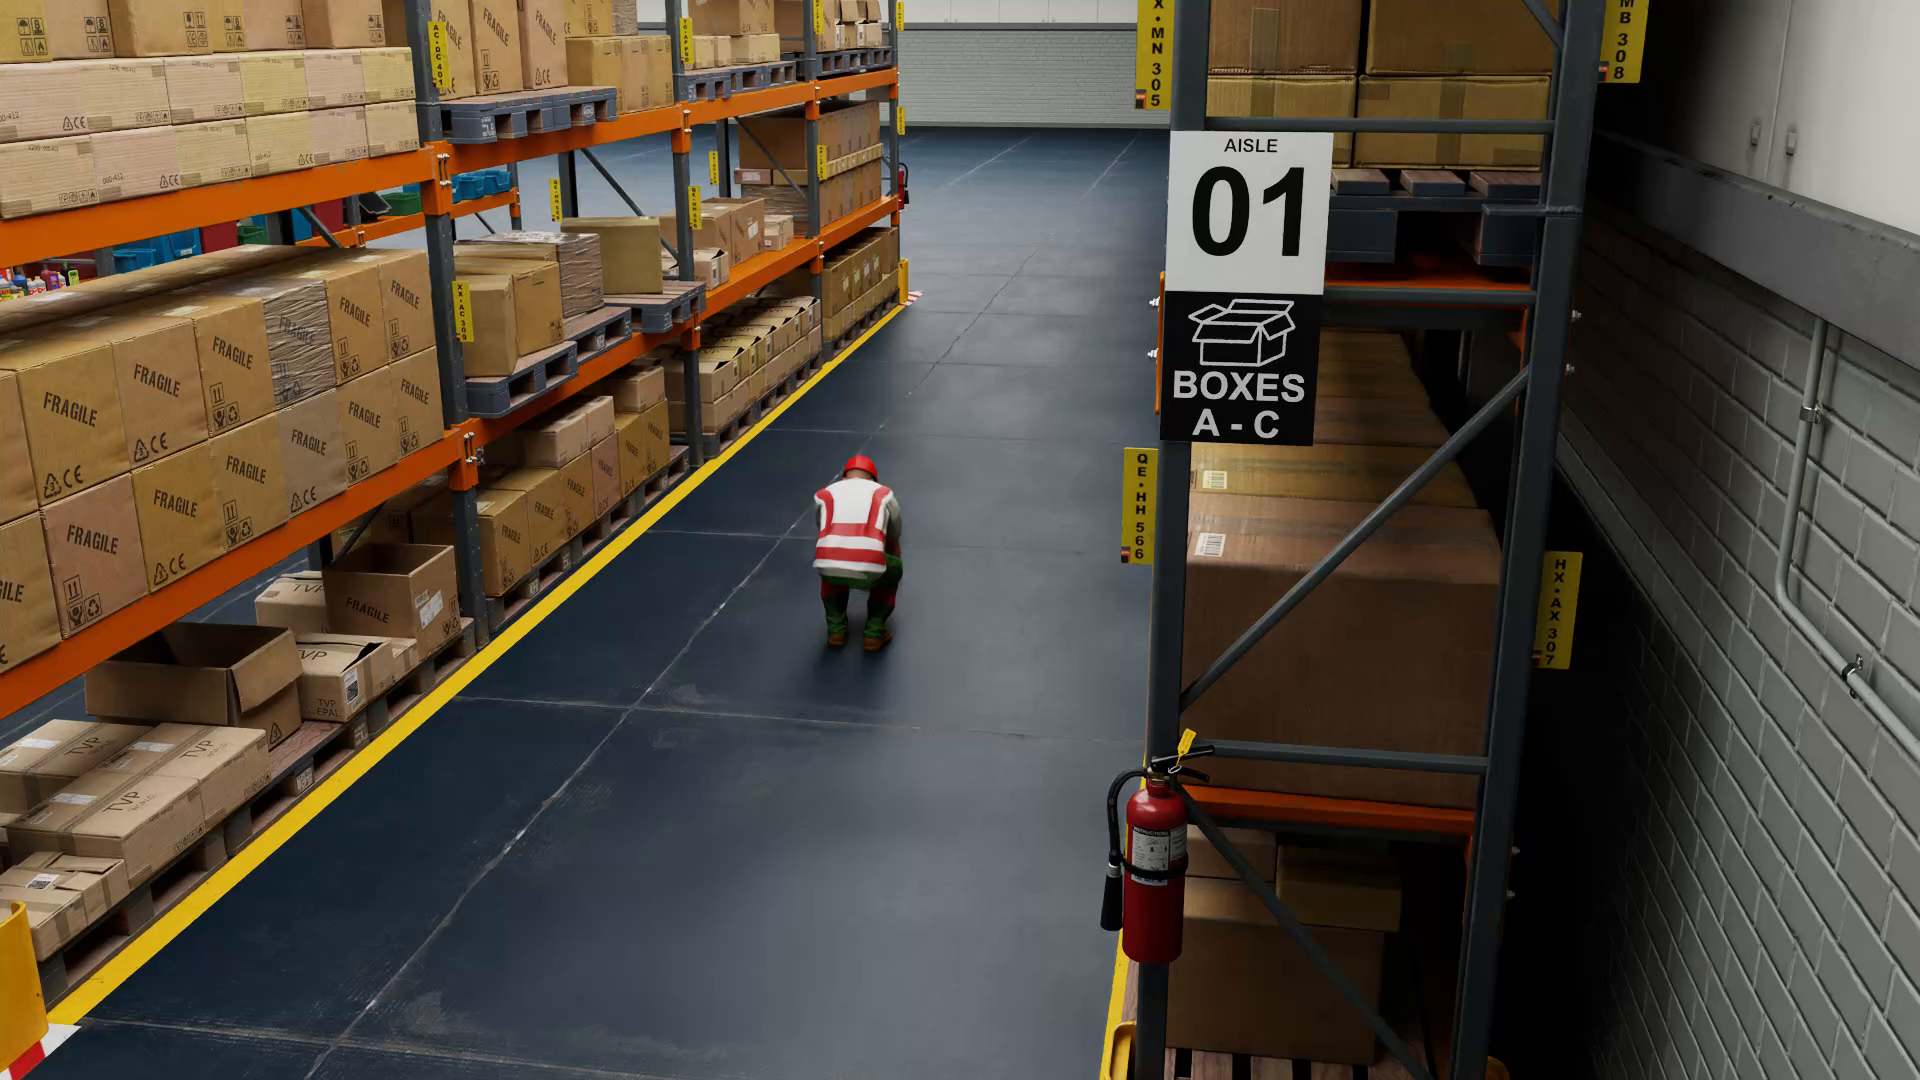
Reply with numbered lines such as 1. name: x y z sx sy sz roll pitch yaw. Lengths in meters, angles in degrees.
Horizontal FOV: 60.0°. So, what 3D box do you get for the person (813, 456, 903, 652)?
1. person: -0.594 0.081 9.574 0.534 0.996 0.894 2 18 7
